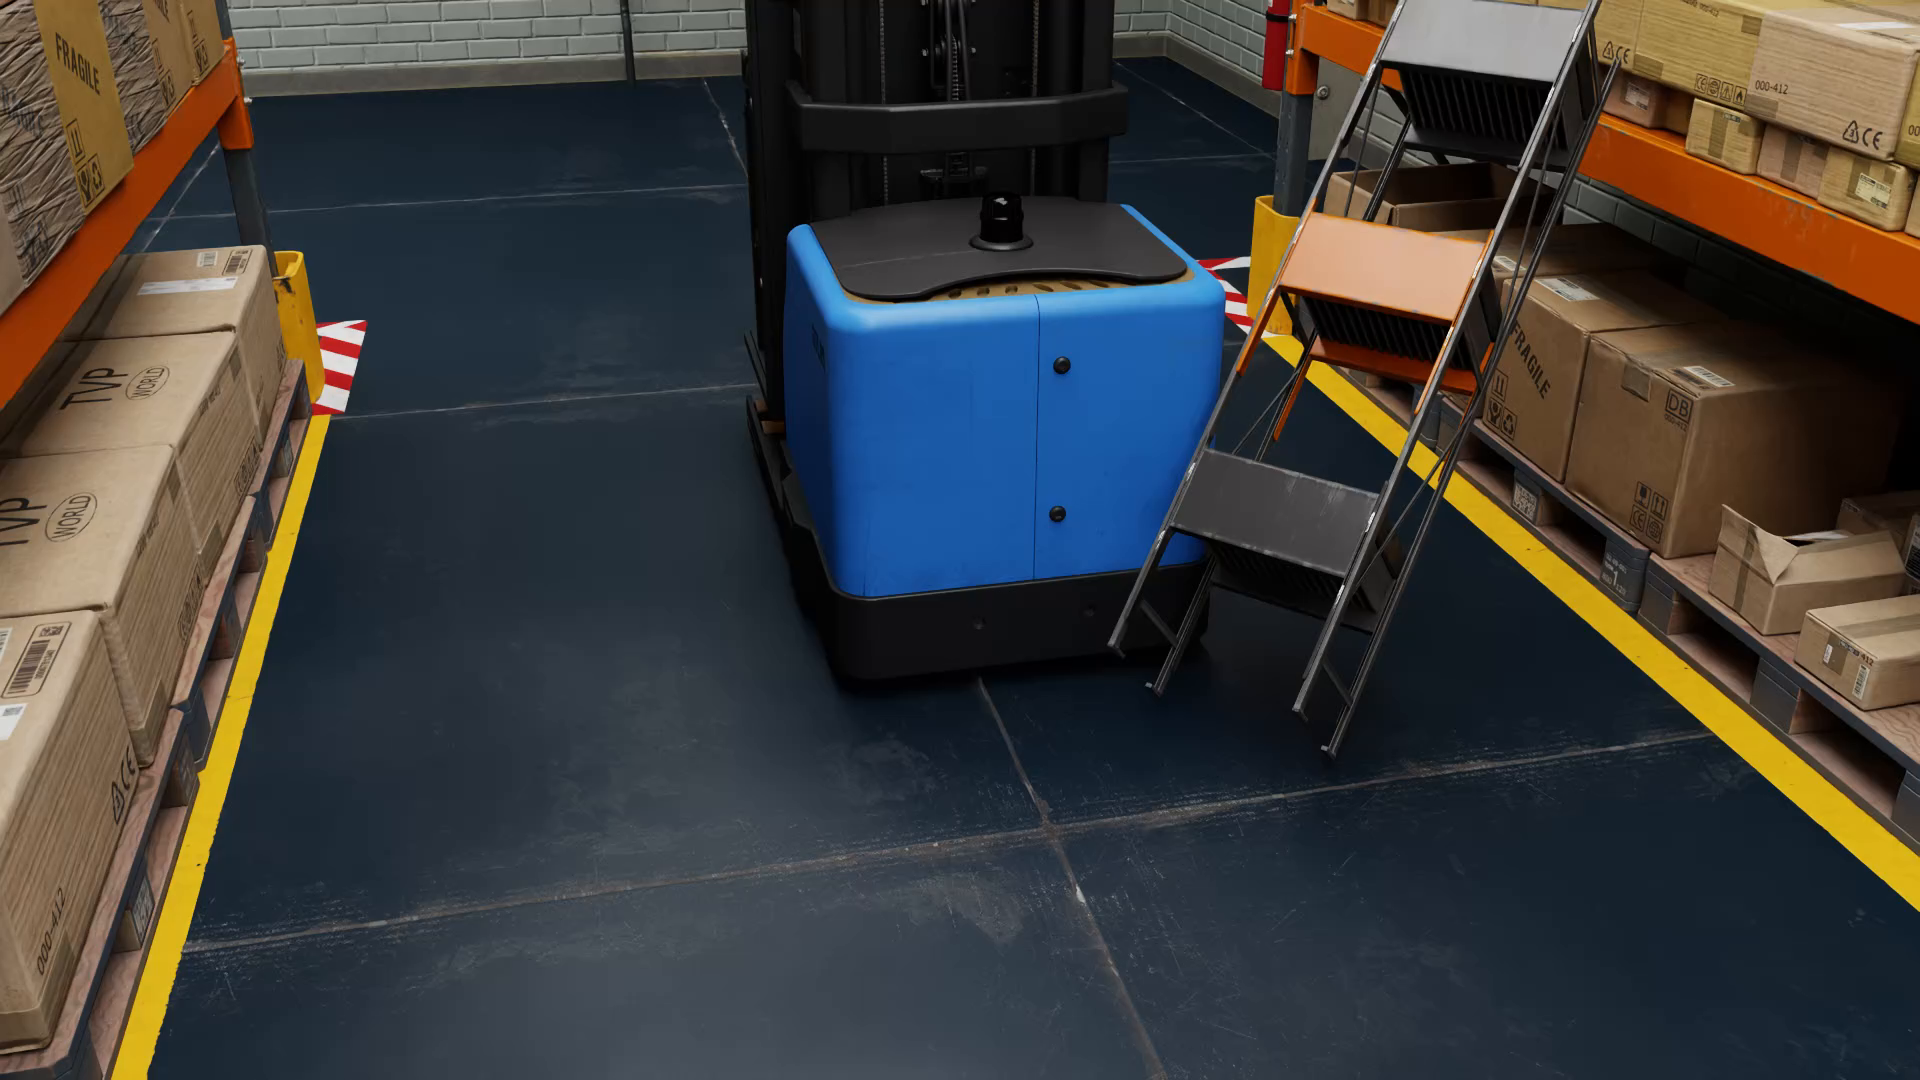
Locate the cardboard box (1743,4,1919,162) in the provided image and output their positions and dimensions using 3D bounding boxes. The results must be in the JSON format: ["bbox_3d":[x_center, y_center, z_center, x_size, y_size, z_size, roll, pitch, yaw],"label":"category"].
[{"bbox_3d":[2.238,-1.084,3.905,0.500,0.250,0.500,-6,27,-11],"label":"cardboard box"}]

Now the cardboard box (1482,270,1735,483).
[{"bbox_3d":[2.038,-0.529,5.277,0.500,0.500,0.500,-5,27,-11],"label":"cardboard box"}]

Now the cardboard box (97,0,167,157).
[{"bbox_3d":[-2.428,-1.264,4.315,0.500,0.500,0.500,-5,27,-10],"label":"cardboard box"}]

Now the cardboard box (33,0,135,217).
[{"bbox_3d":[-2.299,-1.039,3.868,0.500,0.500,0.500,-5,27,-10],"label":"cardboard box"}]

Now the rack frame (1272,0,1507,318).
[{"bbox_3d":[1.816,-2.357,6.590,1.000,3.000,0.127,-6,27,-12],"label":"rack frame"}]

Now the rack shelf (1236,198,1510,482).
[{"bbox_3d":[1.079,-0.511,4.292,0.480,0.431,0.518,18,76,31],"label":"rack shelf"}]

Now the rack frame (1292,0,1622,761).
[{"bbox_3d":[1.284,-0.457,4.170,0.015,0.400,2.100,18,76,31],"label":"rack frame"}]

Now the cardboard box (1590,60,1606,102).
[{"bbox_3d":[1.944,-1.388,4.950,0.380,0.149,0.250,-5,27,-10],"label":"cardboard box"}]

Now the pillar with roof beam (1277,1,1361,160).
[{"bbox_3d":[-2.107,-5.873,6.899,9.100,9.000,0.400,-6,27,-12],"label":"pillar with roof beam"}]

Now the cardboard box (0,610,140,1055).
[{"bbox_3d":[-2.154,0.575,3.160,0.875,0.438,0.875,-6,27,-12],"label":"cardboard box"}]

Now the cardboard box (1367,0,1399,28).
[{"bbox_3d":[1.726,-1.965,6.094,0.380,0.149,0.250,-5,27,-10],"label":"cardboard box"}]

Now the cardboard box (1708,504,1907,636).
[{"bbox_3d":[2.226,0.061,4.369,0.396,0.266,0.258,-5,27,-10],"label":"cardboard box"}]

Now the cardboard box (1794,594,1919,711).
[{"bbox_3d":[2.306,0.270,4.085,0.380,0.149,0.250,-7,28,-13],"label":"cardboard box"}]

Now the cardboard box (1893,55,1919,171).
[{"bbox_3d":[2.365,-0.865,3.472,0.500,0.250,0.500,-5,27,-10],"label":"cardboard box"}]

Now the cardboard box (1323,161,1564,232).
[{"bbox_3d":[1.862,-1.152,6.507,0.797,0.503,0.637,-7,28,-14],"label":"cardboard box"}]

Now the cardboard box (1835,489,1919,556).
[{"bbox_3d":[2.701,-0.020,4.658,0.380,0.149,0.250,-6,27,-12],"label":"cardboard box"}]

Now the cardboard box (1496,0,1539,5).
[{"bbox_3d":[1.887,-1.753,5.230,0.500,0.250,0.500,-6,27,-13],"label":"cardboard box"}]

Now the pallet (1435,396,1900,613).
[{"bbox_3d":[2.286,-0.194,5.400,1.003,0.211,1.213,-6,27,-12],"label":"pallet"}]

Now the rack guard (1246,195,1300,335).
[{"bbox_3d":[1.833,-1.207,7.087,1.175,0.500,0.348,-6,27,-12],"label":"rack guard"}]

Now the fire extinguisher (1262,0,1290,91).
[{"bbox_3d":[1.333,-2.173,6.727,0.296,0.674,0.183,-6,27,-12],"label":"fire extinguisher"}]

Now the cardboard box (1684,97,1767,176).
[{"bbox_3d":[2.120,-1.054,4.288,0.380,0.149,0.250,-6,27,-12],"label":"cardboard box"}]

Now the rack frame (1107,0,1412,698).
[{"bbox_3d":[0.885,-0.589,4.419,0.015,0.400,2.100,18,76,31],"label":"rack frame"}]

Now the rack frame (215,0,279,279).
[{"bbox_3d":[-3.019,-1.851,5.588,1.000,3.000,0.127,-6,27,-12],"label":"rack frame"}]

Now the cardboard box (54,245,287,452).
[{"bbox_3d":[-2.773,-0.615,5.517,0.875,0.438,0.875,-7,28,-13],"label":"cardboard box"}]

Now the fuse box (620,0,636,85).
[{"bbox_3d":[-2.233,-3.898,11.074,0.539,1.711,0.414,-6,27,-12],"label":"fuse box"}]

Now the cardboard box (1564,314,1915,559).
[{"bbox_3d":[2.251,-0.315,4.854,0.700,0.500,0.500,-7,28,-14],"label":"cardboard box"}]

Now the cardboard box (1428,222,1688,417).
[{"bbox_3d":[2.017,-0.771,5.757,0.700,0.500,0.500,-5,27,-9],"label":"cardboard box"}]

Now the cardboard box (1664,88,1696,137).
[{"bbox_3d":[2.171,-1.179,4.535,0.380,0.149,0.250,-6,27,-11],"label":"cardboard box"}]

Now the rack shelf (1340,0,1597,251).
[{"bbox_3d":[1.375,-1.128,4.441,0.480,0.431,0.518,18,76,31],"label":"rack shelf"}]

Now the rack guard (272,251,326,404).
[{"bbox_3d":[-3.024,-0.746,6.173,1.175,0.500,0.348,-6,27,-12],"label":"rack guard"}]

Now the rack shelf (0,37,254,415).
[{"bbox_3d":[-2.568,-0.652,4.011,1.077,0.370,4.000,-6,27,-12],"label":"rack shelf"}]

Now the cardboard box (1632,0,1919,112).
[{"bbox_3d":[2.139,-1.304,4.341,0.500,0.250,0.500,-6,27,-12],"label":"cardboard box"}]

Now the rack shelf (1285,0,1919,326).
[{"bbox_3d":[2.267,-1.158,5.013,1.077,0.370,4.000,-6,27,-12],"label":"rack shelf"}]

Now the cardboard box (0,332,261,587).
[{"bbox_3d":[-2.558,-0.214,4.723,0.875,0.438,0.875,-5,27,-10],"label":"cardboard box"}]

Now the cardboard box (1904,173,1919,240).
[{"bbox_3d":[2.320,-0.715,3.617,0.380,0.149,0.250,-5,27,-10],"label":"cardboard box"}]

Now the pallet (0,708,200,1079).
[{"bbox_3d":[-2.212,0.808,3.415,1.003,0.211,1.213,-6,27,-12],"label":"pallet"}]

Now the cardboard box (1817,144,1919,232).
[{"bbox_3d":[2.238,-0.827,3.838,0.380,0.149,0.250,-5,27,-10],"label":"cardboard box"}]

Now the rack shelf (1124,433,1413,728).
[{"bbox_3d":[0.782,0.105,4.143,0.480,0.431,0.518,18,76,31],"label":"rack shelf"}]

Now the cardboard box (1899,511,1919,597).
[{"bbox_3d":[2.799,0.098,4.245,0.500,0.311,0.500,-5,27,-10],"label":"cardboard box"}]

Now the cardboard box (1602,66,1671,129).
[{"bbox_3d":[2.070,-1.282,4.740,0.380,0.149,0.250,-6,27,-12],"label":"cardboard box"}]

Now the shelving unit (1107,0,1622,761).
[{"bbox_3d":[1.085,-0.523,4.295,0.503,0.431,2.100,18,76,31],"label":"shelving unit"}]

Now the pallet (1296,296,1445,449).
[{"bbox_3d":[2.014,-0.729,6.459,1.003,0.211,1.213,-6,27,-12],"label":"pallet"}]

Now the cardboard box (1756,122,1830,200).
[{"bbox_3d":[2.205,-0.945,4.071,0.380,0.149,0.250,-5,27,-10],"label":"cardboard box"}]

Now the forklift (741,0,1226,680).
[{"bbox_3d":[-0.139,-1.585,5.138,1.130,2.935,3.031,-6,27,-11],"label":"forklift"}]

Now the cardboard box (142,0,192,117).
[{"bbox_3d":[-2.554,-1.489,4.760,0.500,0.500,0.500,-7,28,-13],"label":"cardboard box"}]

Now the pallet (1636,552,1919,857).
[{"bbox_3d":[2.564,0.343,4.337,1.003,0.211,1.213,-6,27,-12],"label":"pallet"}]

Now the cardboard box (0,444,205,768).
[{"bbox_3d":[-2.357,0.182,3.938,0.875,0.438,0.875,-7,28,-13],"label":"cardboard box"}]

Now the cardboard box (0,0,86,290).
[{"bbox_3d":[-2.183,-0.813,3.420,0.500,0.500,0.500,-6,27,-11],"label":"cardboard box"}]

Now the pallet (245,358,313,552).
[{"bbox_3d":[-2.762,-0.263,5.537,1.003,0.211,1.213,-6,27,-12],"label":"pallet"}]

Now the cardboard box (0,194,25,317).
[{"bbox_3d":[-2.077,-0.594,2.986,0.500,0.500,0.500,-6,27,-11],"label":"cardboard box"}]

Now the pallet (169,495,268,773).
[{"bbox_3d":[-2.491,0.271,4.478,1.003,0.211,1.213,-6,27,-12],"label":"pallet"}]

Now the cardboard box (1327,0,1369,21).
[{"bbox_3d":[1.623,-2.072,6.306,0.380,0.149,0.250,-6,27,-12],"label":"cardboard box"}]

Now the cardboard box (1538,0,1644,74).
[{"bbox_3d":[2.023,-1.530,4.789,0.500,0.250,0.500,-7,28,-13],"label":"cardboard box"}]

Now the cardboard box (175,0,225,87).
[{"bbox_3d":[-2.652,-1.711,5.200,0.500,0.500,0.500,-6,27,-11],"label":"cardboard box"}]
